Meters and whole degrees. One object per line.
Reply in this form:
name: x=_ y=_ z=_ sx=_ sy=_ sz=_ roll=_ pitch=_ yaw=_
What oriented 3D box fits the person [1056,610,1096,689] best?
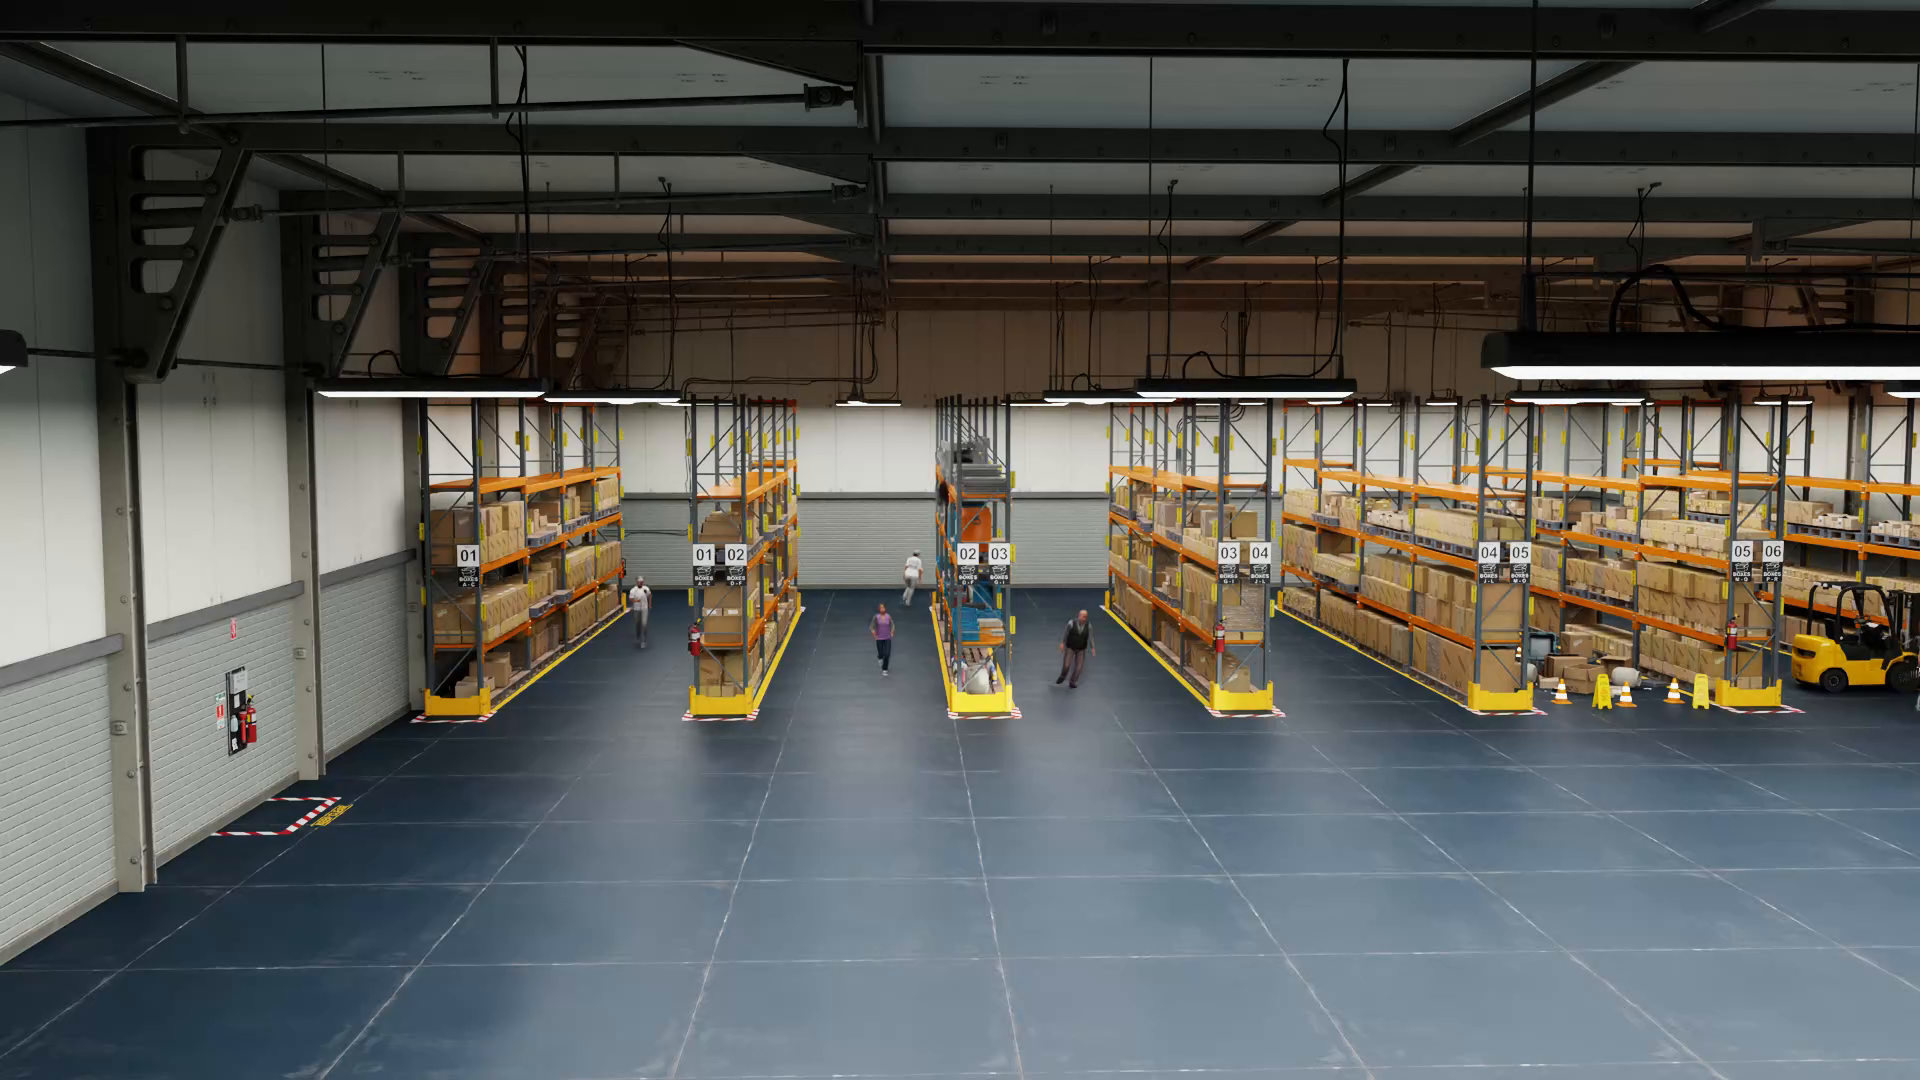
person: x=2.367 y=2.222 z=33.936 sx=0.768 sy=1.642 sz=0.565 roll=0 pitch=5 yaw=-5

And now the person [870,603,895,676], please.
person: x=-1.671 y=2.138 z=35.915 sx=0.551 sy=1.534 sz=0.574 roll=-1 pitch=5 yaw=-10

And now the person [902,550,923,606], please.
person: x=-1.393 y=1.106 z=48.372 sx=0.610 sy=1.639 sz=0.525 roll=2 pitch=5 yaw=27

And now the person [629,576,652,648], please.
person: x=-7.709 y=1.723 z=40.120 sx=0.525 sy=1.749 sz=0.848 roll=-1 pitch=5 yaw=-9
